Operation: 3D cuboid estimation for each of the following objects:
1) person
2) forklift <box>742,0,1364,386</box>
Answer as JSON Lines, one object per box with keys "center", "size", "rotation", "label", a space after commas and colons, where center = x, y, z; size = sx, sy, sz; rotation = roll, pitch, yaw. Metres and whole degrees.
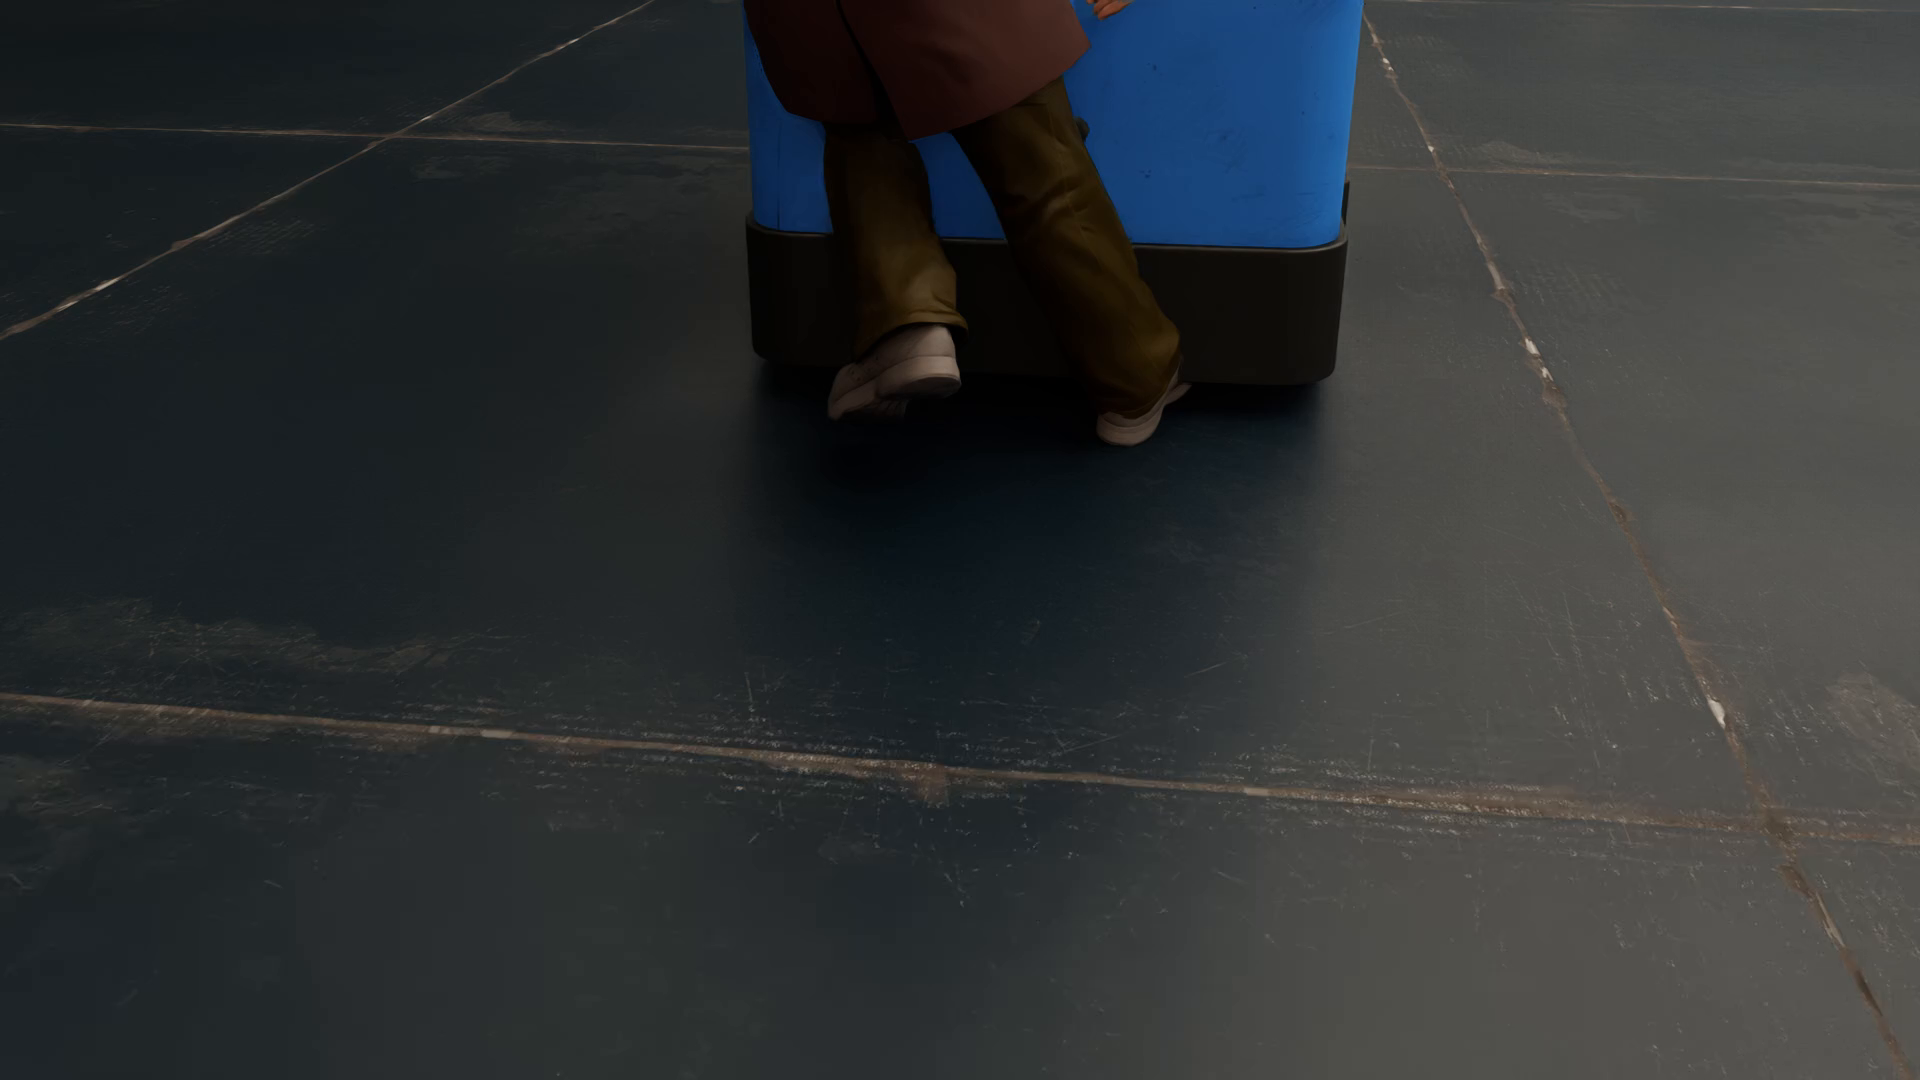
{"center": [-0.020, -0.954, 2.515], "size": [0.771, 1.694, 0.752], "rotation": [9, 28, 18], "label": "person"}
{"center": [0.308, -2.206, 3.638], "size": [1.130, 2.935, 3.031], "rotation": [3, 27, 6], "label": "forklift"}
